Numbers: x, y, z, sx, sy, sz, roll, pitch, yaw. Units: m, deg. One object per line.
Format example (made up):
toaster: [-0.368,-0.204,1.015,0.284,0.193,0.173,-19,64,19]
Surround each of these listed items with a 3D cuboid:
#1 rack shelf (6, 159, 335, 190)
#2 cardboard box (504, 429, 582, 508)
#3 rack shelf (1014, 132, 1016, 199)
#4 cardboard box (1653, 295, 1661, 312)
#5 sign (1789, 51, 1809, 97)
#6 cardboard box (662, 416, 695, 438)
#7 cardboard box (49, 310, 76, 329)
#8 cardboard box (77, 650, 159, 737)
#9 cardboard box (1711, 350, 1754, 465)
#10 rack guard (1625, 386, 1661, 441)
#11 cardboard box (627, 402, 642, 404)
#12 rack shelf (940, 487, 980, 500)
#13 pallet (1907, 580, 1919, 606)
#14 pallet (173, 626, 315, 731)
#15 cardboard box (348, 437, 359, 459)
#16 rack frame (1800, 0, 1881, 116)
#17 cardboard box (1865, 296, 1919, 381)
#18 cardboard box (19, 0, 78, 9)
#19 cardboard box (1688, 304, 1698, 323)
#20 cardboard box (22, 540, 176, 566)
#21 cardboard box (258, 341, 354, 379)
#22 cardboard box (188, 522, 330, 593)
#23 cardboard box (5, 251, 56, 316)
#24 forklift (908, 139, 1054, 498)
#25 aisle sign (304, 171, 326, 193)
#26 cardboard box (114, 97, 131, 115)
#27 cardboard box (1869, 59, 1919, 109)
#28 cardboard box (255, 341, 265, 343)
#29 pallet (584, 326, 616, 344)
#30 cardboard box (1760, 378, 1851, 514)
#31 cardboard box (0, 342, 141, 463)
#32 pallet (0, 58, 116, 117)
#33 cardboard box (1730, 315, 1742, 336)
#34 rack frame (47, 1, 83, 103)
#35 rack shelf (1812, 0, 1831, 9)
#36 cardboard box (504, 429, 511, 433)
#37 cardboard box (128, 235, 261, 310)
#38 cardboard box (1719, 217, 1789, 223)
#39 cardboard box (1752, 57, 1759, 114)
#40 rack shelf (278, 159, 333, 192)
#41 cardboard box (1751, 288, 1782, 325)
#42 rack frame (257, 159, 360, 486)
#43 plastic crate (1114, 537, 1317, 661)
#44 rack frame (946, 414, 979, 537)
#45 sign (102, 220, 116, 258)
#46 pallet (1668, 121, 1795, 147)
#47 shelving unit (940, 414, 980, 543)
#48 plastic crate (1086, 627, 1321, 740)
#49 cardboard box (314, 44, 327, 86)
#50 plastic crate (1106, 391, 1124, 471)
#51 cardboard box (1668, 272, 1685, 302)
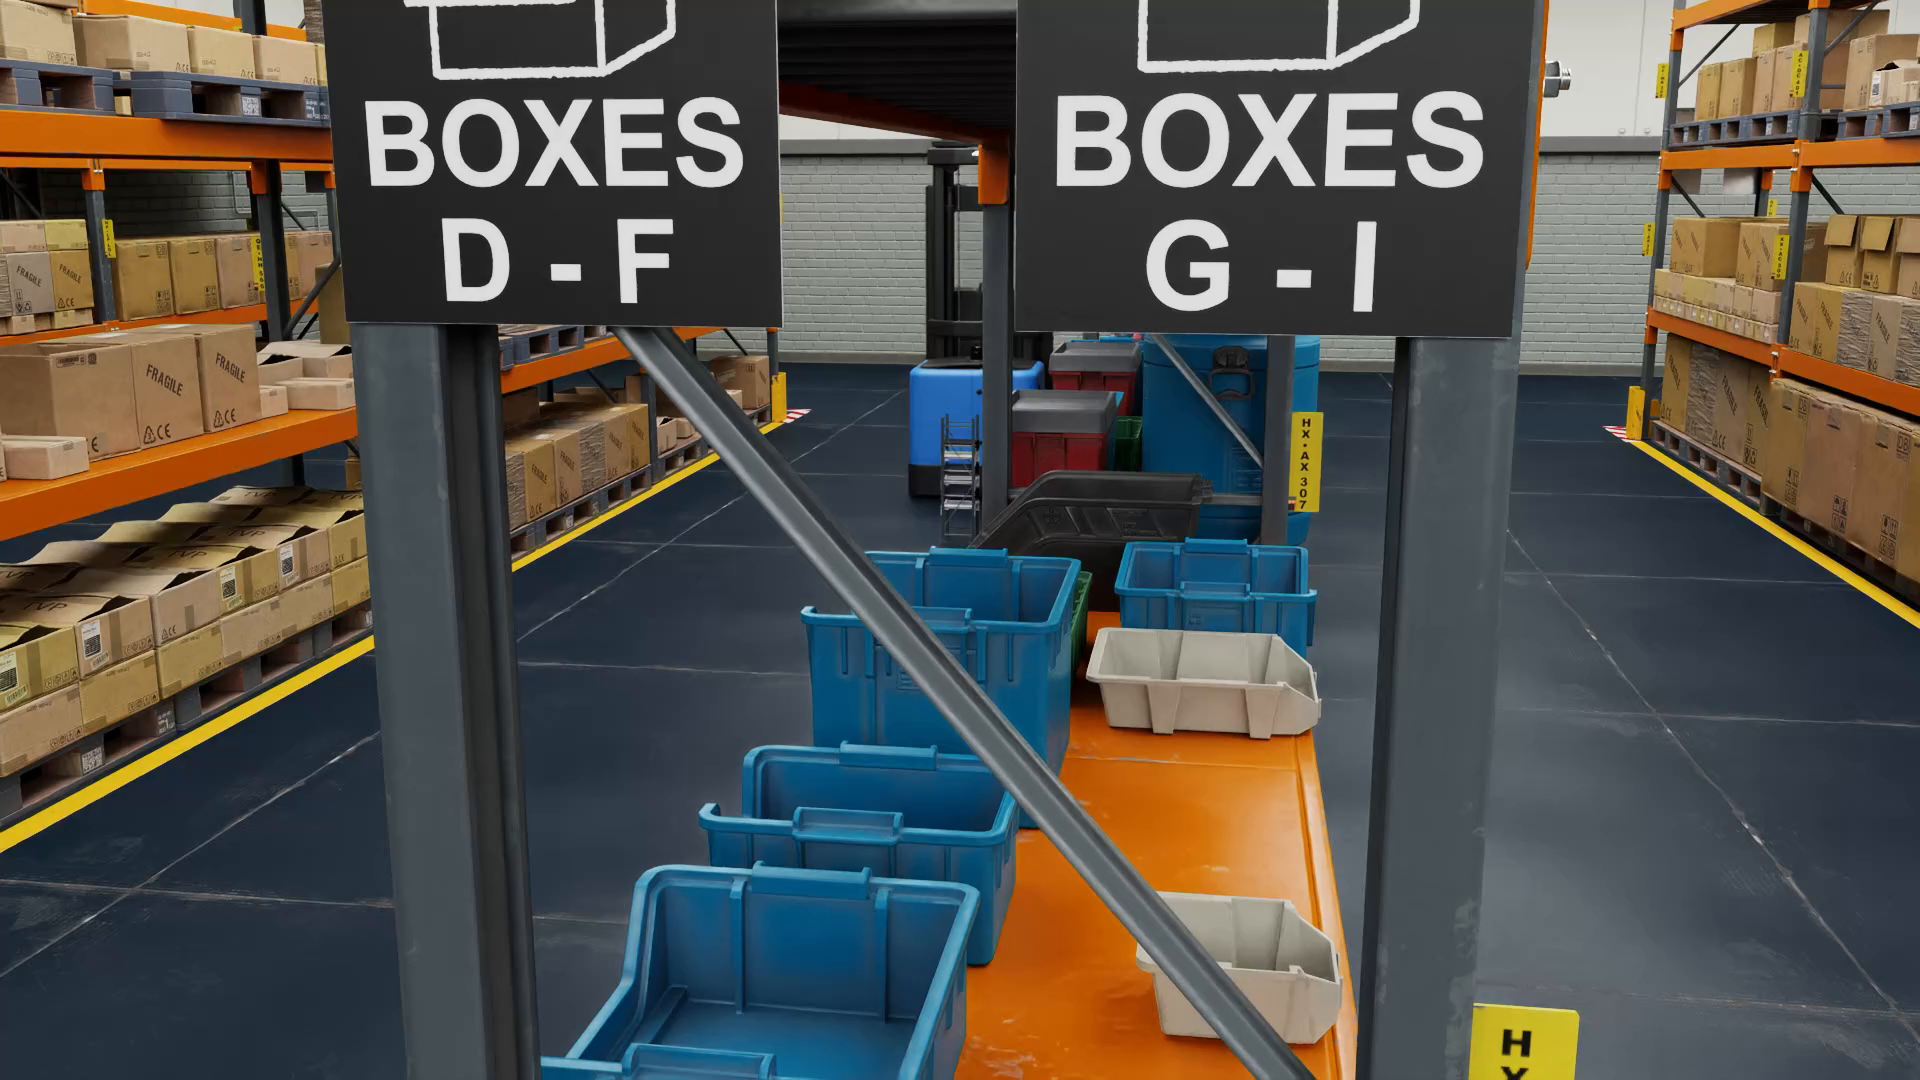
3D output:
rack shelf: [-7.675,-3.654,16.417,1.077,0.370,4.000,2,12,9]
cardboard box: [-3.118,-0.532,12.229,0.500,0.500,0.500,1,12,7]
rack shelf: [0.884,-1.668,7.200,1.077,0.370,4.000,2,12,9]
cardboard box: [6.935,-2.288,16.088,0.380,0.149,0.250,2,12,9]
sign: [6.152,-3.417,12.194,0.100,0.325,0.005,2,12,9]
cardboard box: [-2.685,-1.054,15.446,0.380,0.166,0.250,2,12,9]
cardboard box: [-7.770,-1.877,14.133,0.380,0.149,0.250,2,12,10]
cardboard box: [-3.931,0.658,7.348,0.500,0.250,0.500,2,12,10]
cardboard box: [7.020,-1.130,14.165,0.875,0.875,0.875,2,12,9]
rack guard: [7.320,-1.257,16.641,1.175,0.500,0.348,2,12,9]
cardboard box: [-3.164,-1.148,15.538,0.500,0.311,0.500,2,12,9]
rack shelf: [0.001,-0.321,11.932,0.258,0.077,0.200,2,12,9]
pallet: [6.281,0.392,9.671,1.003,0.211,1.213,2,12,9]
pallet: [-4.057,0.656,8.450,1.003,0.211,1.213,2,12,9]
cardboard box: [-3.786,-0.705,11.252,0.500,0.250,0.500,2,12,11]
rack frame: [6.701,-4.574,11.859,1.000,3.000,0.127,2,12,9]
cardboard box: [6.155,-1.286,10.605,0.500,0.500,0.500,2,12,10]
cardboard box: [-4.119,-2.509,6.976,0.500,0.500,0.500,3,13,14]
cardboard box: [6.740,-2.021,14.846,0.380,0.149,0.250,2,12,8]
cardboard box: [-4.305,0.156,8.347,0.500,0.311,0.500,2,12,8]
cardboard box: [-3.801,-1.013,9.785,0.500,0.311,0.500,3,12,12]
cardboard box: [-3.693,0.064,8.773,0.500,0.311,0.500,2,12,8]
cardboard box: [-7.873,-2.116,13.703,0.500,0.500,0.500,2,12,9]
forklift: [0.283,-2.029,14.451,1.130,2.935,3.031,2,12,7]
aisle sign: [-7.060,-4.232,18.339,0.394,0.787,0.004,2,12,9]
cardboard box: [-7.616,-3.906,14.998,0.500,0.250,0.500,2,12,8]
cardboard box: [6.443,-3.044,11.094,0.500,0.311,0.500,1,12,7]
cardboard box: [-7.631,-2.034,17.710,0.380,0.149,0.250,2,12,9]
pallet: [-3.318,-1.707,13.249,1.003,0.211,1.213,2,12,9]
cardboard box: [6.622,-0.674,12.049,1.225,0.875,0.875,2,12,9]
cardboard box: [-4.102,-0.616,7.494,0.500,0.500,0.500,3,12,13]
pallet: [-4.194,-1.855,6.815,0.805,0.209,1.217,1,12,6]
cardboard box: [6.543,-1.754,13.606,0.380,0.149,0.250,2,12,10]
rack frame: [-7.982,-5.056,14.093,1.000,3.000,0.127,2,12,9]
rack shelf: [6.393,-3.611,10.045,1.077,0.370,4.000,2,12,9]
cardboard box: [-3.636,-0.543,12.284,0.500,0.500,0.500,1,12,7]
cardboard box: [-7.663,-2.686,16.624,0.980,0.700,0.700,1,12,6]
cardboard box: [7.501,-2.803,15.750,0.500,0.500,0.500,2,12,9]
cardboard box: [7.070,-3.792,13.877,0.700,0.500,0.500,2,12,11]
rack shelf: [-3.395,-2.662,11.812,1.077,0.370,4.000,2,12,9]
cardboard box: [6.509,-1.814,12.941,0.500,0.250,0.500,2,12,8]
rack frame: [-3.702,-1.131,10.120,1.000,3.000,0.127,2,12,9]
plastic crate: [0.675,0.175,4.414,0.499,0.251,0.616,2,12,9]
rack frame: [0.017,-0.463,12.005,0.240,0.900,0.006,2,12,9]
sign: [-7.445,-2.635,14.539,0.100,0.325,0.005,2,12,9]
pallet: [7.212,-3.743,15.330,1.003,0.211,1.213,2,12,9]
shelving unit: [0.001,-0.442,11.906,0.258,0.900,0.210,2,12,9]
plastic crate: [0.577,0.338,3.929,0.530,0.136,0.437,2,12,9]
cardboard box: [-3.716,-2.633,9.329,0.500,0.250,0.500,1,12,4]
plastic crate: [0.439,-0.369,6.622,0.392,0.384,0.575,2,12,9]
cardboard box: [6.902,-2.347,15.413,0.500,0.250,0.500,2,12,8]
